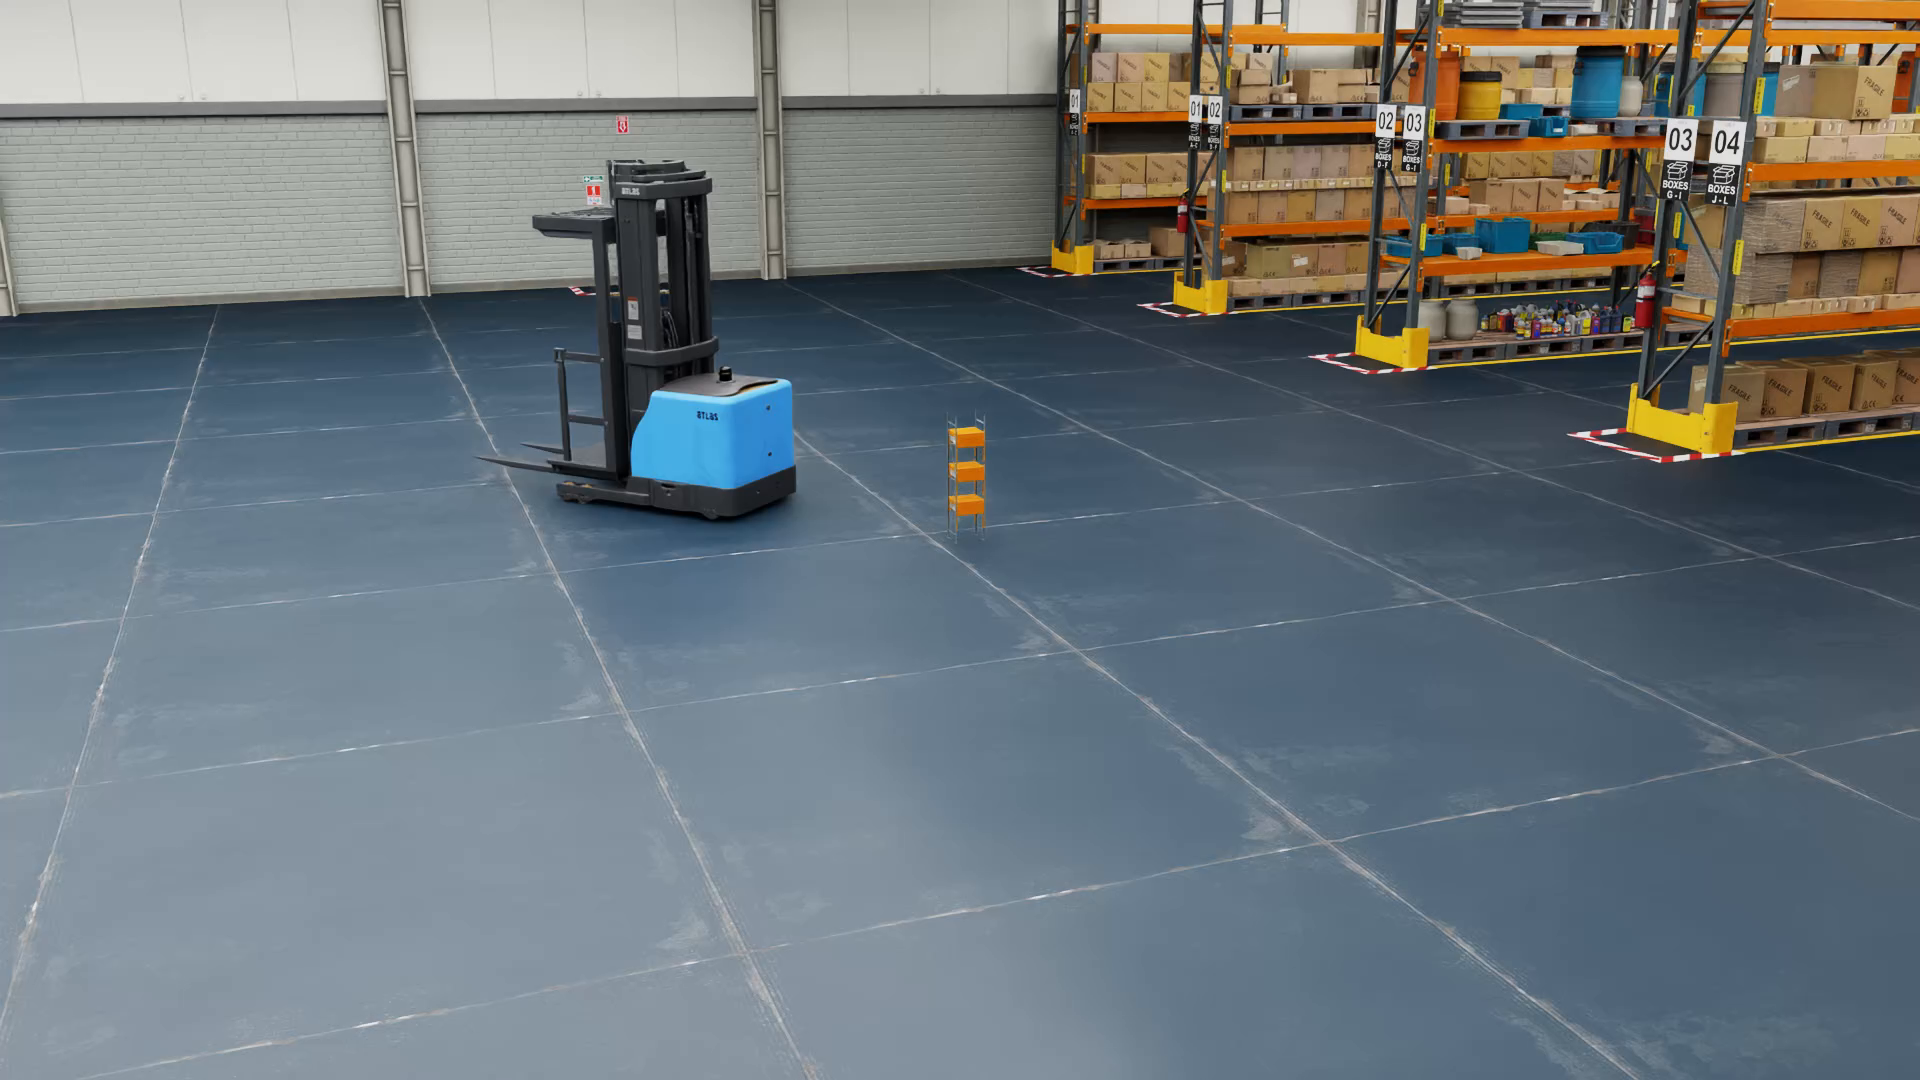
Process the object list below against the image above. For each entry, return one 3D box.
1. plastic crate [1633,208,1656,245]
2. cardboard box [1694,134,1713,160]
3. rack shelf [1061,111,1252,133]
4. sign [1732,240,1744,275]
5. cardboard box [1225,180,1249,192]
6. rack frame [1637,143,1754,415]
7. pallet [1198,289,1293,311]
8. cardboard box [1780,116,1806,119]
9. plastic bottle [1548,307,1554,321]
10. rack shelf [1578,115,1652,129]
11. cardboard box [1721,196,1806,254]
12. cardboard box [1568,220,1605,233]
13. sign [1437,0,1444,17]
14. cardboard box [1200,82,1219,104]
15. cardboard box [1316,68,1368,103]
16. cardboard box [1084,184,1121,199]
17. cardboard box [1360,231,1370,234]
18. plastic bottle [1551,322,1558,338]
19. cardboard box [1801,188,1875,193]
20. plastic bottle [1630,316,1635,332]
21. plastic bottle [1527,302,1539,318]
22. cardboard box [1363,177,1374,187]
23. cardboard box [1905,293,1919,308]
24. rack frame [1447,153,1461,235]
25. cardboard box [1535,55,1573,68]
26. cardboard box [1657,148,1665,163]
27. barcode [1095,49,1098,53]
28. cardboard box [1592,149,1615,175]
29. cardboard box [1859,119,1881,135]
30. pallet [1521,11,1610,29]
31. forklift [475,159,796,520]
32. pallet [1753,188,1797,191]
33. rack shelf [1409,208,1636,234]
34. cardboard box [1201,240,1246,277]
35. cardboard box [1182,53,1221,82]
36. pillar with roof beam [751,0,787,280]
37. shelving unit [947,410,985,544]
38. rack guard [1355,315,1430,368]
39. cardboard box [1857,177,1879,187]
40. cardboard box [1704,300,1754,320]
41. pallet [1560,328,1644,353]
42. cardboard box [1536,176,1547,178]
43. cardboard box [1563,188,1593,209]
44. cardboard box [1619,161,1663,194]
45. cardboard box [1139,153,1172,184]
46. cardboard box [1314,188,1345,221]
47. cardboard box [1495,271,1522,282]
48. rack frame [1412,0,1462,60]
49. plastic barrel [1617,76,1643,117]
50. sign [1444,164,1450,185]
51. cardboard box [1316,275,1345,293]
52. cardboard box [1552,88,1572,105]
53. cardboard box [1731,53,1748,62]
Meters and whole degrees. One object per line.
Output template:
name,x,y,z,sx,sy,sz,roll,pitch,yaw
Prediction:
plastic crate,9.599,-4.316,22.859,0.583,0.464,0.402,-6,17,-20
cardboard box,7.652,-3.933,16.609,0.500,0.250,0.500,-6,17,-19
rack shelf,3.843,-7.655,30.296,4.000,0.370,1.077,-6,17,-20
sign,7.487,-2.722,16.009,0.005,0.325,0.100,-6,17,-20
cardboard box,4.195,-5.399,25.330,0.250,0.149,0.380,-6,18,-20
rack frame,7.293,-2.450,16.617,0.127,3.000,1.000,-6,17,-20
pallet,4.451,-3.807,26.187,1.213,0.211,1.003,-6,17,-20
cardboard box,8.444,-4.194,16.791,0.250,0.149,0.380,-6,17,-19
plastic bottle,8.054,-3.042,22.696,0.097,0.271,0.097,0,16,0
rack shelf,9.355,-6.756,27.233,4.000,0.370,1.077,-6,17,-20
cardboard box,7.904,-3.104,16.365,0.500,0.500,0.500,-6,17,-20
cardboard box,12.621,-6.640,33.955,0.750,0.750,0.750,-6,17,-19
sign,5.714,-6.386,19.744,0.005,0.325,0.100,-6,17,-20
cardboard box,4.347,-8.030,30.083,0.500,0.500,0.500,-7,18,-22
cardboard box,5.904,-7.084,25.899,0.637,0.503,0.797,-4,17,-14
cardboard box,2.545,-6.263,29.832,0.500,0.250,0.500,-7,18,-22
cardboard box,7.816,-6.013,32.405,0.500,0.500,0.700,-6,17,-20
plastic bottle,7.831,-2.777,21.916,0.097,0.201,0.097,0,16,0
cardboard box,9.121,-3.391,17.341,0.500,0.500,0.500,-6,17,-20
plastic bottle,9.029,-2.906,22.356,0.097,0.201,0.097,0,16,0
plastic bottle,7.781,-3.062,22.623,0.185,0.351,0.144,-6,18,-21
cardboard box,6.359,-5.633,26.129,0.250,0.149,0.380,-6,17,-20
cardboard box,9.748,-2.521,17.304,0.250,0.149,0.380,-6,17,-20
rack frame,9.446,-7.166,32.677,0.127,3.000,1.000,-6,17,-20
cardboard box,11.803,-9.514,33.059,0.500,0.250,0.500,-7,18,-22
cardboard box,14.377,-7.836,34.426,0.700,0.700,0.980,-7,18,-21
barcode,2.460,-8.817,29.960,0.075,0.075,0.001,-6,17,-20
cardboard box,12.840,-7.657,33.608,0.500,0.500,0.500,-6,18,-21
cardboard box,8.860,-4.097,16.463,0.250,0.149,0.380,-7,18,-23
pallet,7.355,-6.538,20.935,1.213,0.211,1.003,-6,17,-20
forklift,-3.007,-1.851,14.701,3.031,2.935,1.130,8,18,26
pallet,14.172,-6.122,29.464,1.213,0.211,1.003,-6,17,-20
rack shelf,9.355,-5.316,27.655,4.000,0.370,1.077,-6,17,-20
cardboard box,4.146,-4.431,26.167,0.500,0.500,0.500,-6,17,-20
cardboard box,4.348,-8.504,29.923,0.500,0.500,0.500,-7,18,-22
pillar with roof beam,-1.742,-7.799,24.184,0.400,9.000,9.100,-6,17,-20
shelving unit,0.050,-0.509,13.469,0.252,1.050,0.215,-6,17,-20
rack guard,5.575,-2.574,21.475,0.348,0.500,1.175,-6,17,-20
cardboard box,16.008,-6.347,29.709,0.500,0.500,0.500,-6,17,-19
cardboard box,7.645,-2.295,16.537,0.250,0.149,0.380,-6,17,-20
pallet,8.614,-2.762,22.628,1.213,0.211,1.003,-6,17,-20
cardboard box,11.513,-7.210,33.236,0.250,0.149,0.380,-6,17,-18
cardboard box,10.318,-5.781,28.119,0.500,0.311,0.500,-6,18,-21
cardboard box,11.770,-6.206,28.484,0.500,0.500,0.700,-13,21,-38
cardboard box,3.479,-6.724,30.071,0.500,0.500,0.500,-7,18,-22
cardboard box,5.637,-5.305,26.163,0.500,0.500,0.700,-6,17,-18
cardboard box,8.913,-4.422,27.467,0.500,0.250,0.500,-7,18,-22
rack frame,7.487,-8.338,26.022,0.127,3.000,1.000,-6,17,-20
plastic barrel,8.784,-5.859,21.958,0.421,0.512,0.421,0,16,0
sign,7.687,-5.767,26.237,0.005,0.325,0.100,-6,17,-20
cardboard box,5.734,-4.085,26.320,0.500,0.250,0.500,-6,17,-20
cardboard box,9.797,-7.259,27.191,0.500,0.250,0.500,-7,18,-21
cardboard box,15.859,-9.756,34.186,0.500,0.500,0.500,-6,17,-18
